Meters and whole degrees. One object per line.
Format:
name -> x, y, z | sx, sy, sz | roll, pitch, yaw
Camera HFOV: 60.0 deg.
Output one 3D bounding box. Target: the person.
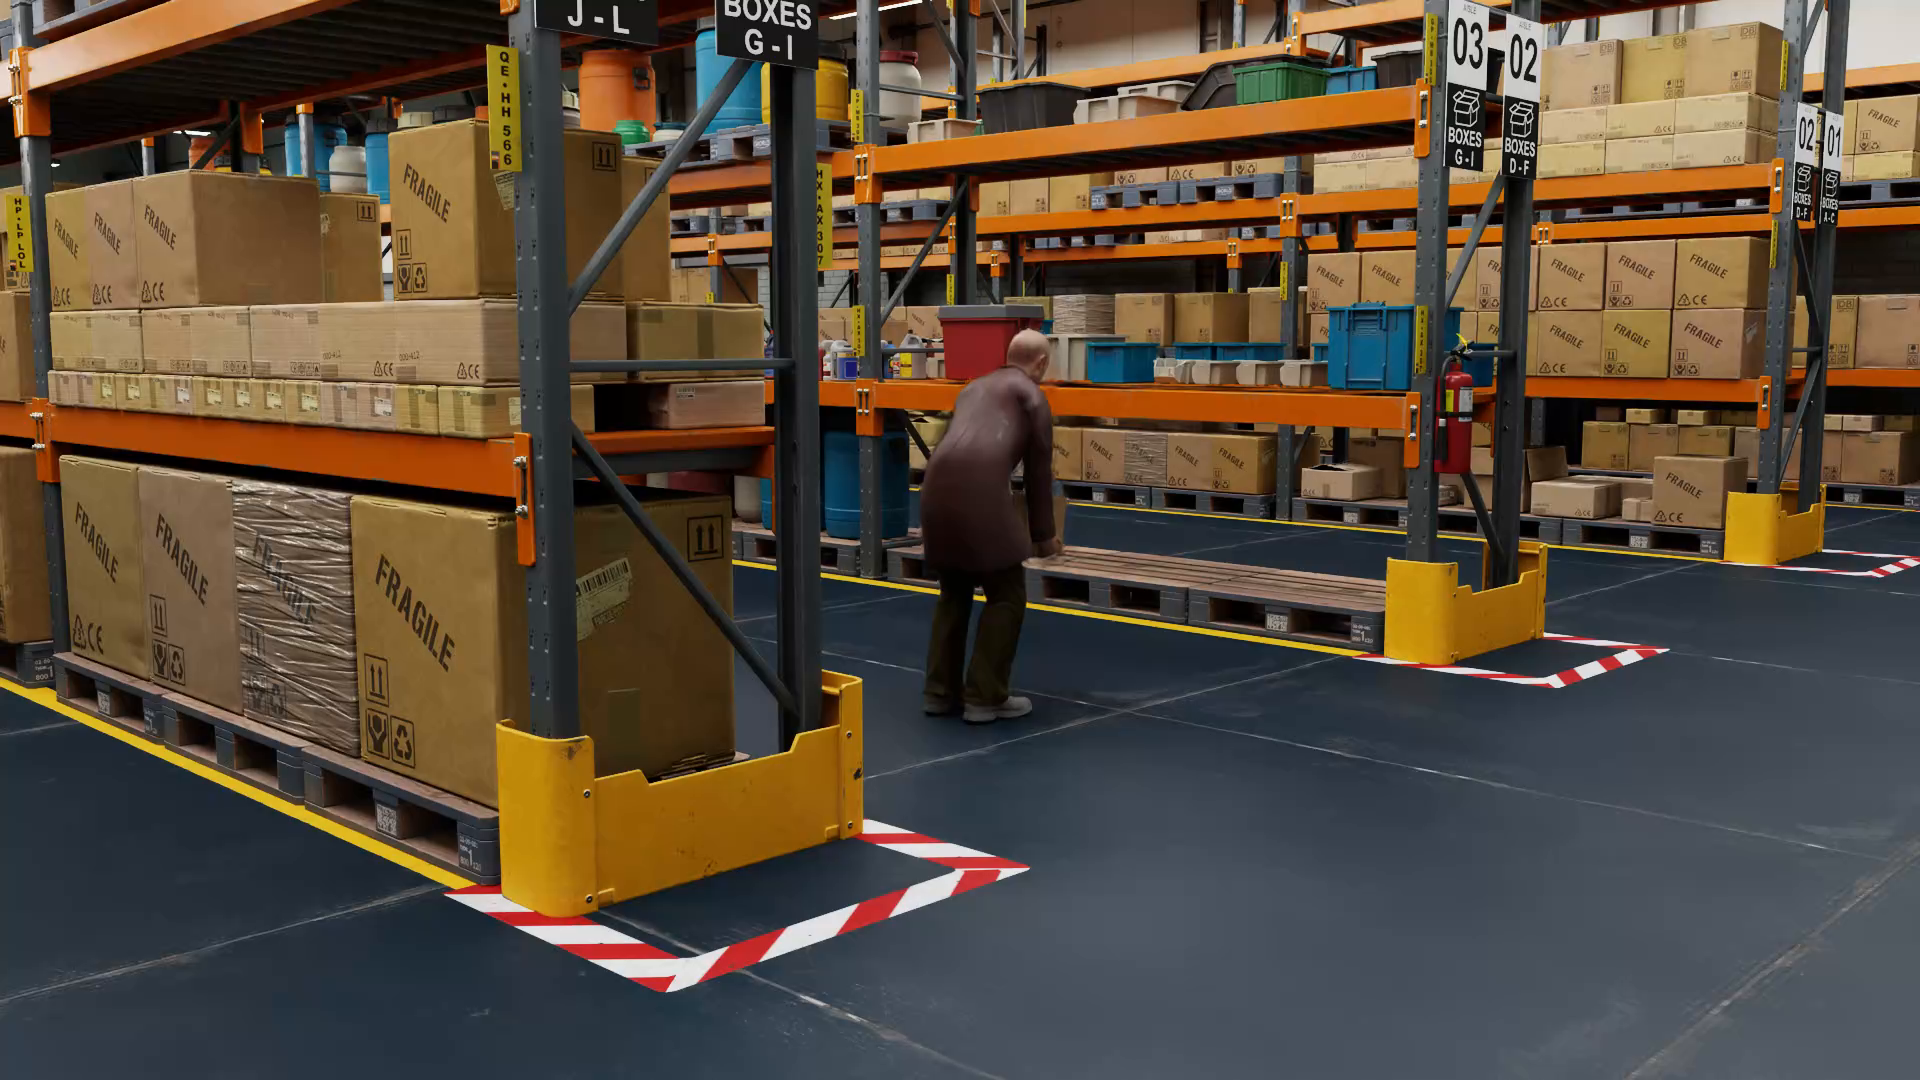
person -> 0.129, -0.029, 7.071 | 0.540, 1.540, 0.629 | 6, 9, 42
